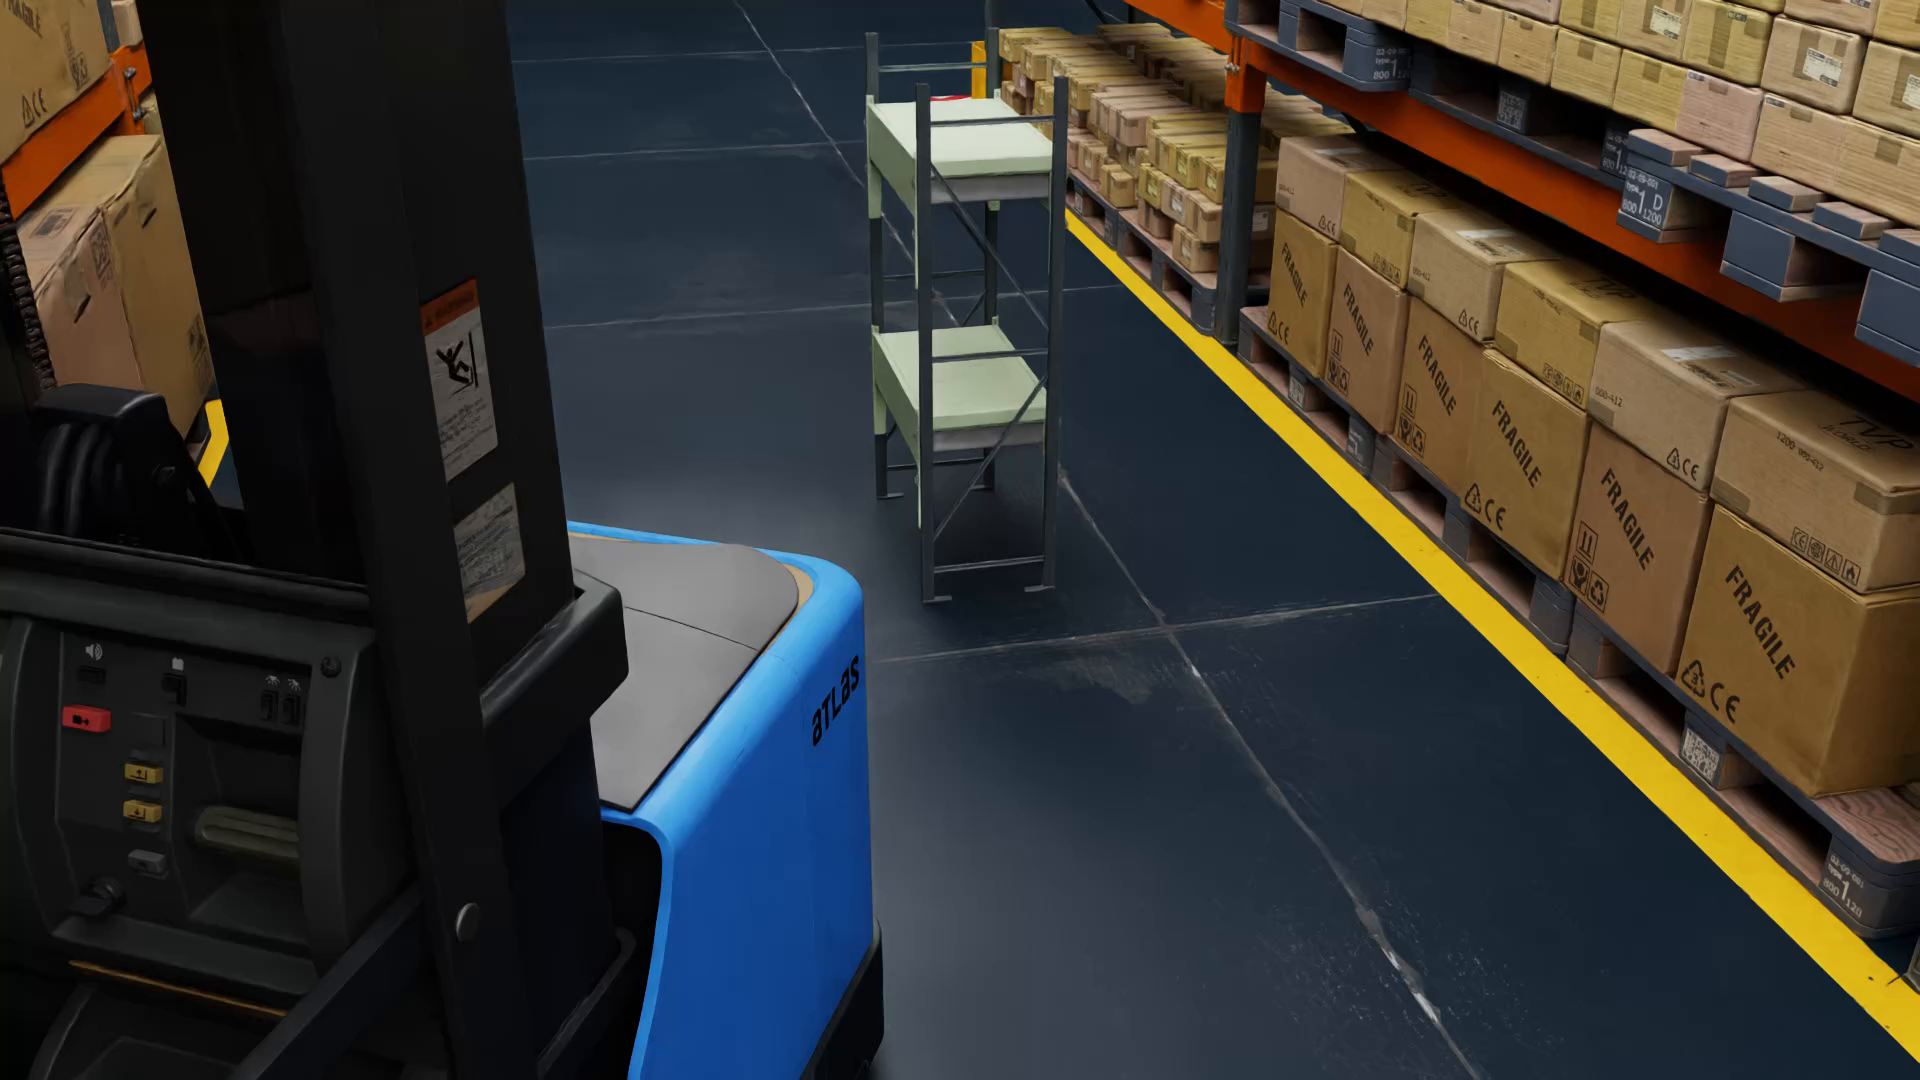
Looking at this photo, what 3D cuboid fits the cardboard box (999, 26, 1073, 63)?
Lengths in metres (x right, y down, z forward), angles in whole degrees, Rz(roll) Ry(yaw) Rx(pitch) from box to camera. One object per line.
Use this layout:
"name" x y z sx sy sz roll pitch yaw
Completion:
"cardboard box" 0.437 -2.879 9.663 0.380 0.149 0.250 -7 28 -14

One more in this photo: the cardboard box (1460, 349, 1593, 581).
"cardboard box" 1.801 -0.244 4.713 0.500 0.500 0.500 -7 28 -14

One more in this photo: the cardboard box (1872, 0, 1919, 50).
"cardboard box" 1.896 -0.961 2.977 0.380 0.149 0.250 -7 28 -14

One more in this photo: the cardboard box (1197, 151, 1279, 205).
"cardboard box" 1.218 -1.517 6.965 0.380 0.149 0.250 -5 27 -10

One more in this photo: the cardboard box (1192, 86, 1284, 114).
"cardboard box" 1.366 -2.136 8.191 0.380 0.149 0.250 -7 28 -14

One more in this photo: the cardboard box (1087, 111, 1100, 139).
"cardboard box" 0.872 -2.185 8.618 0.380 0.149 0.250 -5 27 -9

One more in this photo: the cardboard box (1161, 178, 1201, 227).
"cardboard box" 1.098 -1.478 7.218 0.380 0.149 0.250 -7 28 -14

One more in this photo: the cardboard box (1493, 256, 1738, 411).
"cardboard box" 1.820 -0.577 4.539 0.500 0.250 0.500 -5 27 -10

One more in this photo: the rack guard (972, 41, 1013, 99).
"rack guard" 0.667 -2.814 10.271 1.175 0.500 0.348 -6 27 -12

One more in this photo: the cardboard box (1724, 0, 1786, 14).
"cardboard box" 1.782 -1.186 3.424 0.380 0.149 0.250 -5 27 -10

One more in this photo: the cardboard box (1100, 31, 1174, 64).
"cardboard box" 1.017 -2.821 9.548 0.380 0.149 0.250 -5 27 -11

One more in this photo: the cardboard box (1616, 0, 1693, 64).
"cardboard box" 1.718 -1.172 3.726 0.380 0.149 0.250 -6 27 -11

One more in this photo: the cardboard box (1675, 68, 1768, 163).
"cardboard box" 1.781 -0.919 3.554 0.380 0.149 0.250 -5 27 -11

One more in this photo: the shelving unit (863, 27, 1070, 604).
"shelving unit" 0.002 -0.667 4.906 0.431 1.500 0.755 -6 27 -12

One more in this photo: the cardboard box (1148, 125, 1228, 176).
"cardboard box" 1.058 -1.734 7.394 0.380 0.149 0.250 -6 27 -12

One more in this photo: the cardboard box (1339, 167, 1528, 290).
"cardboard box" 1.583 -1.029 5.435 0.500 0.250 0.500 -5 27 -10

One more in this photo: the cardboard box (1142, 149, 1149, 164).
"cardboard box" 1.059 -1.714 7.685 0.380 0.149 0.250 -6 27 -11

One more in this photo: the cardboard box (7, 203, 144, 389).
"cardboard box" -2.938 -0.316 4.439 1.225 0.875 0.875 -7 28 -13

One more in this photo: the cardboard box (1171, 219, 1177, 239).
"cardboard box" 1.154 -1.382 7.357 0.380 0.149 0.250 -5 27 -10

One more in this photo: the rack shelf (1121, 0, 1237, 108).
"rack shelf" 1.101 -2.764 8.196 1.077 0.370 4.000 -6 27 -12

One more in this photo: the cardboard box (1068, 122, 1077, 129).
"cardboard box" 0.759 -2.175 8.928 0.380 0.149 0.250 -6 27 -11

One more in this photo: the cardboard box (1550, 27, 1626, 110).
"cardboard box" 1.666 -1.146 4.005 0.380 0.149 0.250 -7 28 -14

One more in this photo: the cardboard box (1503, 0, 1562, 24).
"cardboard box" 1.605 -1.396 4.170 0.380 0.149 0.250 -5 27 -10

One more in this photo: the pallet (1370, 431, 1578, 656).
"pallet" 2.007 -0.084 5.183 1.003 0.211 1.213 -6 27 -12

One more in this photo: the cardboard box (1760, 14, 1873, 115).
"cardboard box" 1.836 -0.947 3.280 0.380 0.149 0.250 -5 27 -10

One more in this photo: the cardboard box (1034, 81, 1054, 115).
"cardboard box" 0.618 -2.407 9.057 0.380 0.149 0.250 -5 27 -10

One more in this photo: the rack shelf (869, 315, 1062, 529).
"rack shelf" 0.002 -0.376 5.053 0.431 0.370 0.720 -6 27 -12

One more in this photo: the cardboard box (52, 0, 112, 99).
"cardboard box" -2.932 -1.615 5.010 0.500 0.500 0.500 -6 27 -11

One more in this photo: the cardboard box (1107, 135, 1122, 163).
"cardboard box" 0.942 -1.944 8.140 0.380 0.149 0.250 -7 28 -14

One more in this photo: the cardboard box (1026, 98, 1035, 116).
"cardboard box" 0.595 -2.509 9.590 0.380 0.149 0.250 -6 27 -12

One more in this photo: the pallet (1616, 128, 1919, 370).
"pallet" 2.188 -0.668 3.457 1.213 0.211 1.003 -6 27 -12

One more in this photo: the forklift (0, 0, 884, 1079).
"forklift" -1.067 0.255 1.492 1.130 2.935 3.031 8 28 15

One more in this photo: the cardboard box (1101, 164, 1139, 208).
"cardboard box" 0.898 -1.714 8.015 0.380 0.149 0.250 -6 27 -12

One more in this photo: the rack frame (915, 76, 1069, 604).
"rack frame" 0.084 -0.506 4.588 0.400 1.500 0.023 -6 27 -12

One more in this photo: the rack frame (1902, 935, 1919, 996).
"rack frame" 2.453 -0.451 2.815 1.000 3.000 0.127 -6 27 -12

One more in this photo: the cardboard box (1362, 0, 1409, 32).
"cardboard box" 1.426 -1.610 4.923 0.380 0.149 0.250 -7 28 -14

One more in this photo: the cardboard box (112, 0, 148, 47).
"cardboard box" -3.046 -1.800 5.765 0.380 0.149 0.250 -6 27 -11

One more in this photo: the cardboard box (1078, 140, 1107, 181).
"cardboard box" 0.818 -1.938 8.458 0.380 0.149 0.250 -6 27 -12

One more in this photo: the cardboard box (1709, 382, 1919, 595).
"cardboard box" 2.043 -0.131 3.657 0.500 0.250 0.500 -7 28 -13

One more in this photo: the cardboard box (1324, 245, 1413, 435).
"cardboard box" 1.580 -0.696 5.607 0.500 0.500 0.500 -5 27 -9

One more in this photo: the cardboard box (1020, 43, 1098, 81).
"cardboard box" 0.548 -2.647 9.203 0.380 0.149 0.250 -6 27 -12

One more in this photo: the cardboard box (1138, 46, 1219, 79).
"cardboard box" 1.196 -2.600 9.110 0.380 0.149 0.250 -7 28 -14

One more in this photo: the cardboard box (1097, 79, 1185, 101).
"cardboard box" 0.903 -2.203 8.323 0.380 0.149 0.250 -6 27 -11

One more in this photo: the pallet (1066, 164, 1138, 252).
"pallet" 1.087 -1.790 8.563 1.003 0.211 1.213 -6 27 -12

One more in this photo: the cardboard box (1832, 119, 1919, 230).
"cardboard box" 1.894 -0.697 3.114 0.380 0.149 0.250 -5 27 -11

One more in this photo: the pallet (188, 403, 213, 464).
"pallet" -3.056 -0.172 5.357 1.003 0.211 1.213 -6 27 -12

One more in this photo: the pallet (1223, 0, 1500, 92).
"pallet" 1.582 -1.771 5.644 1.003 0.211 1.213 -6 27 -12

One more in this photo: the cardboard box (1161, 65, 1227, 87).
"cardboard box" 1.262 -2.361 8.636 0.380 0.149 0.250 -7 28 -13

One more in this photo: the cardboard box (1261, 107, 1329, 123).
"cardboard box" 1.485 -1.905 7.733 0.380 0.149 0.250 -7 28 -13

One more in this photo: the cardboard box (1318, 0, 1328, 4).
"cardboard box" 1.313 -1.832 5.363 0.380 0.149 0.250 -6 27 -11

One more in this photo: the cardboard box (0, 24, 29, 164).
"cardboard box" -2.703 -1.169 4.125 0.500 0.500 0.500 -6 27 -12

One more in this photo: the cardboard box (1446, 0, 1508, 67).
"cardboard box" 1.545 -1.379 4.467 0.380 0.149 0.250 -7 28 -14

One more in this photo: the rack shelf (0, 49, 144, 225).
"rack shelf" -2.853 -0.549 3.807 1.077 0.370 4.000 -6 27 -12

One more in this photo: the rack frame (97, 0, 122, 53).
"rack frame" -3.304 -1.748 5.384 1.000 3.000 0.127 -6 27 -12

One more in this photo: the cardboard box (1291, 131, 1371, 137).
"cardboard box" 1.671 -1.687 7.301 0.380 0.149 0.250 -5 27 -9

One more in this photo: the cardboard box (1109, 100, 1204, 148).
"cardboard box" 0.925 -1.966 7.853 0.380 0.149 0.250 -7 28 -14

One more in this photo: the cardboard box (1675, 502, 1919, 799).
"cardboard box" 2.050 0.215 3.804 0.500 0.500 0.500 -6 27 -12

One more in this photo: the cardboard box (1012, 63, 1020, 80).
"cardboard box" 0.518 -2.755 9.747 0.380 0.149 0.250 -5 27 -9

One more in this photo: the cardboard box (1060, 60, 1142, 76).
"cardboard box" 0.738 -2.424 8.760 0.380 0.149 0.250 -5 27 -10
